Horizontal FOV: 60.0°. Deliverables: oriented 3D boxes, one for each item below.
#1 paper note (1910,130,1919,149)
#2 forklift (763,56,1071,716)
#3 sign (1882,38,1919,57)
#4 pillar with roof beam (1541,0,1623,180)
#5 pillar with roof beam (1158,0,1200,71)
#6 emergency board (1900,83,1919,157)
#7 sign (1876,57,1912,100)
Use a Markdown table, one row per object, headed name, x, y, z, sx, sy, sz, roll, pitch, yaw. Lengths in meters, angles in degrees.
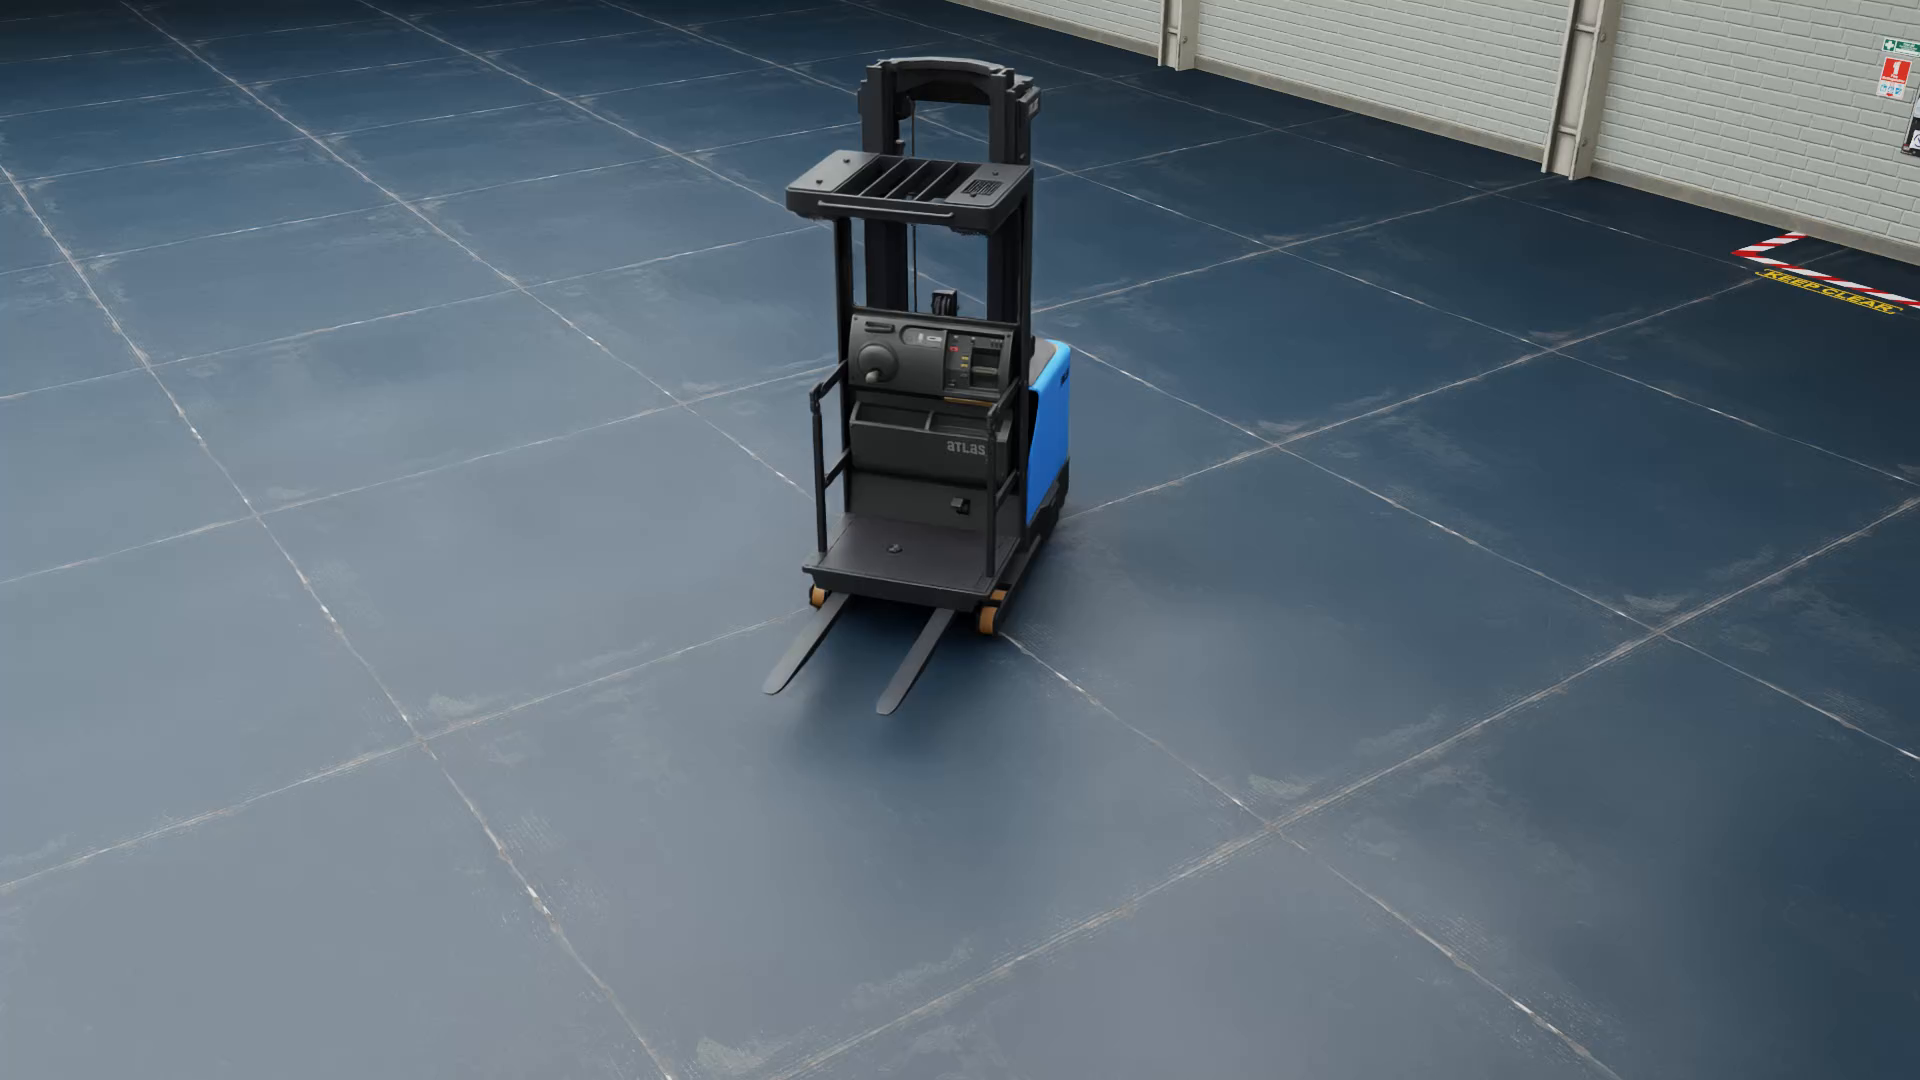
| name | x | y | z | sx | sy | sz | roll | pitch | yaw |
| --- | --- | --- | --- | --- | --- | --- | --- | --- | --- |
| paper note | 8.318 | -3.461 | 14.403 | 0.016 | 0.148 | 0.142 | -19 | 34 | -31 |
| forklift | -0.225 | -0.967 | 8.959 | 1.130 | 2.935 | 3.031 | 8 | 30 | 15 |
| sign | 8.123 | -4.248 | 14.336 | 0.001 | 0.109 | 0.331 | -19 | 34 | -31 |
| pillar with roof beam | 2.779 | -6.566 | 12.911 | 9.100 | 9.000 | 0.400 | -19 | 34 | -31 |
| pillar with roof beam | -0.701 | -8.899 | 17.206 | 9.100 | 9.000 | 0.400 | -19 | 34 | -31 |
| emergency board | 8.374 | -3.769 | 14.046 | 0.157 | 1.169 | 0.626 | -19 | 34 | -31 |
| sign | 8.127 | -4.019 | 14.471 | 0.001 | 0.329 | 0.234 | -19 | 34 | -31 |
